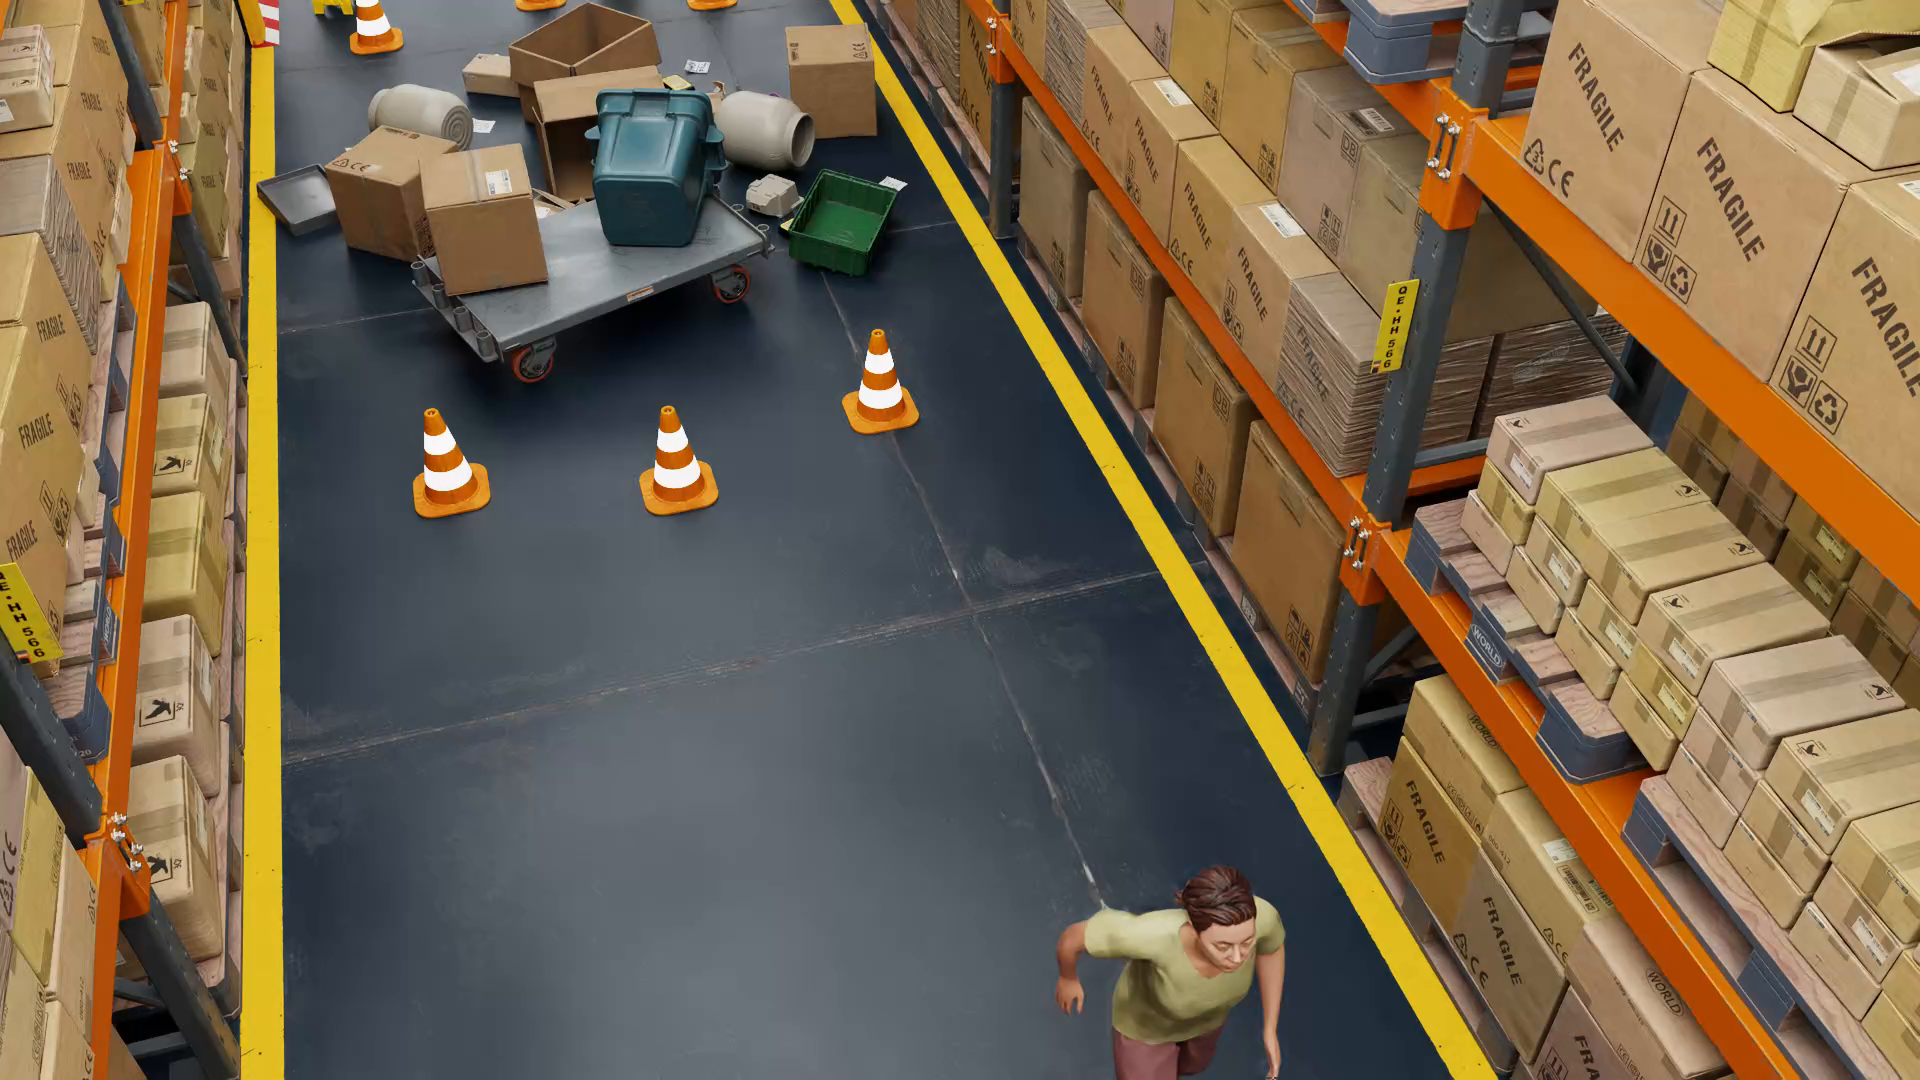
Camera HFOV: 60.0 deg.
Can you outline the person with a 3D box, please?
[{"bbox_3d":[0.596,1.356,4.735,0.600,1.586,0.725,-16,45,-16],"label":"person"}]
